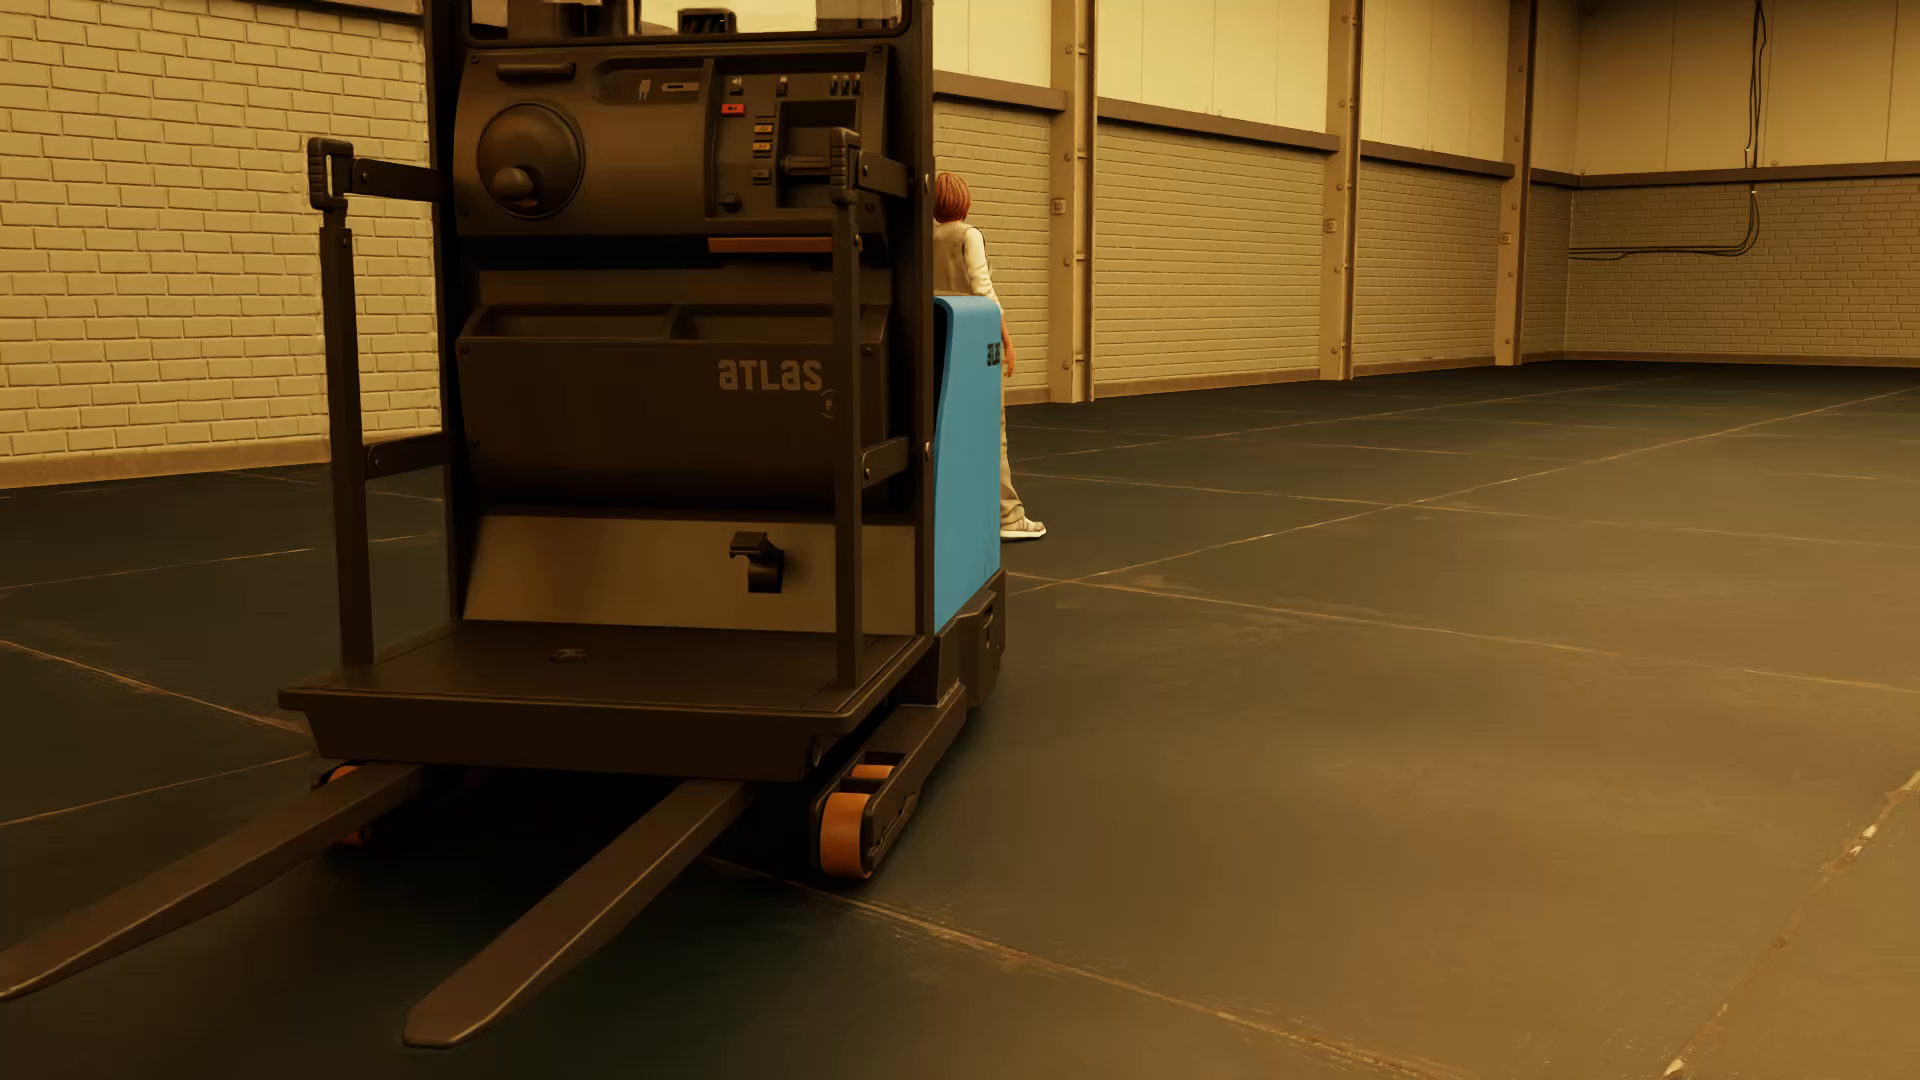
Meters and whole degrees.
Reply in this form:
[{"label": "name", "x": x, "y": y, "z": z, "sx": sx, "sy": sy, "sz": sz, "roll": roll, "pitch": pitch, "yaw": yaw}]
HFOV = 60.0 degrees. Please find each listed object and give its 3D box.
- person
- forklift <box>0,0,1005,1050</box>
[{"label": "person", "x": 0.057, "y": -0.804, "z": 7.336, "sx": 0.520, "sy": 1.597, "sz": 0.475, "roll": 7, "pitch": 11, "yaw": 38}, {"label": "forklift", "x": -0.643, "y": -0.875, "z": 3.260, "sx": 1.130, "sy": 2.935, "sz": 3.031, "roll": 2, "pitch": 8, "yaw": 10}]
